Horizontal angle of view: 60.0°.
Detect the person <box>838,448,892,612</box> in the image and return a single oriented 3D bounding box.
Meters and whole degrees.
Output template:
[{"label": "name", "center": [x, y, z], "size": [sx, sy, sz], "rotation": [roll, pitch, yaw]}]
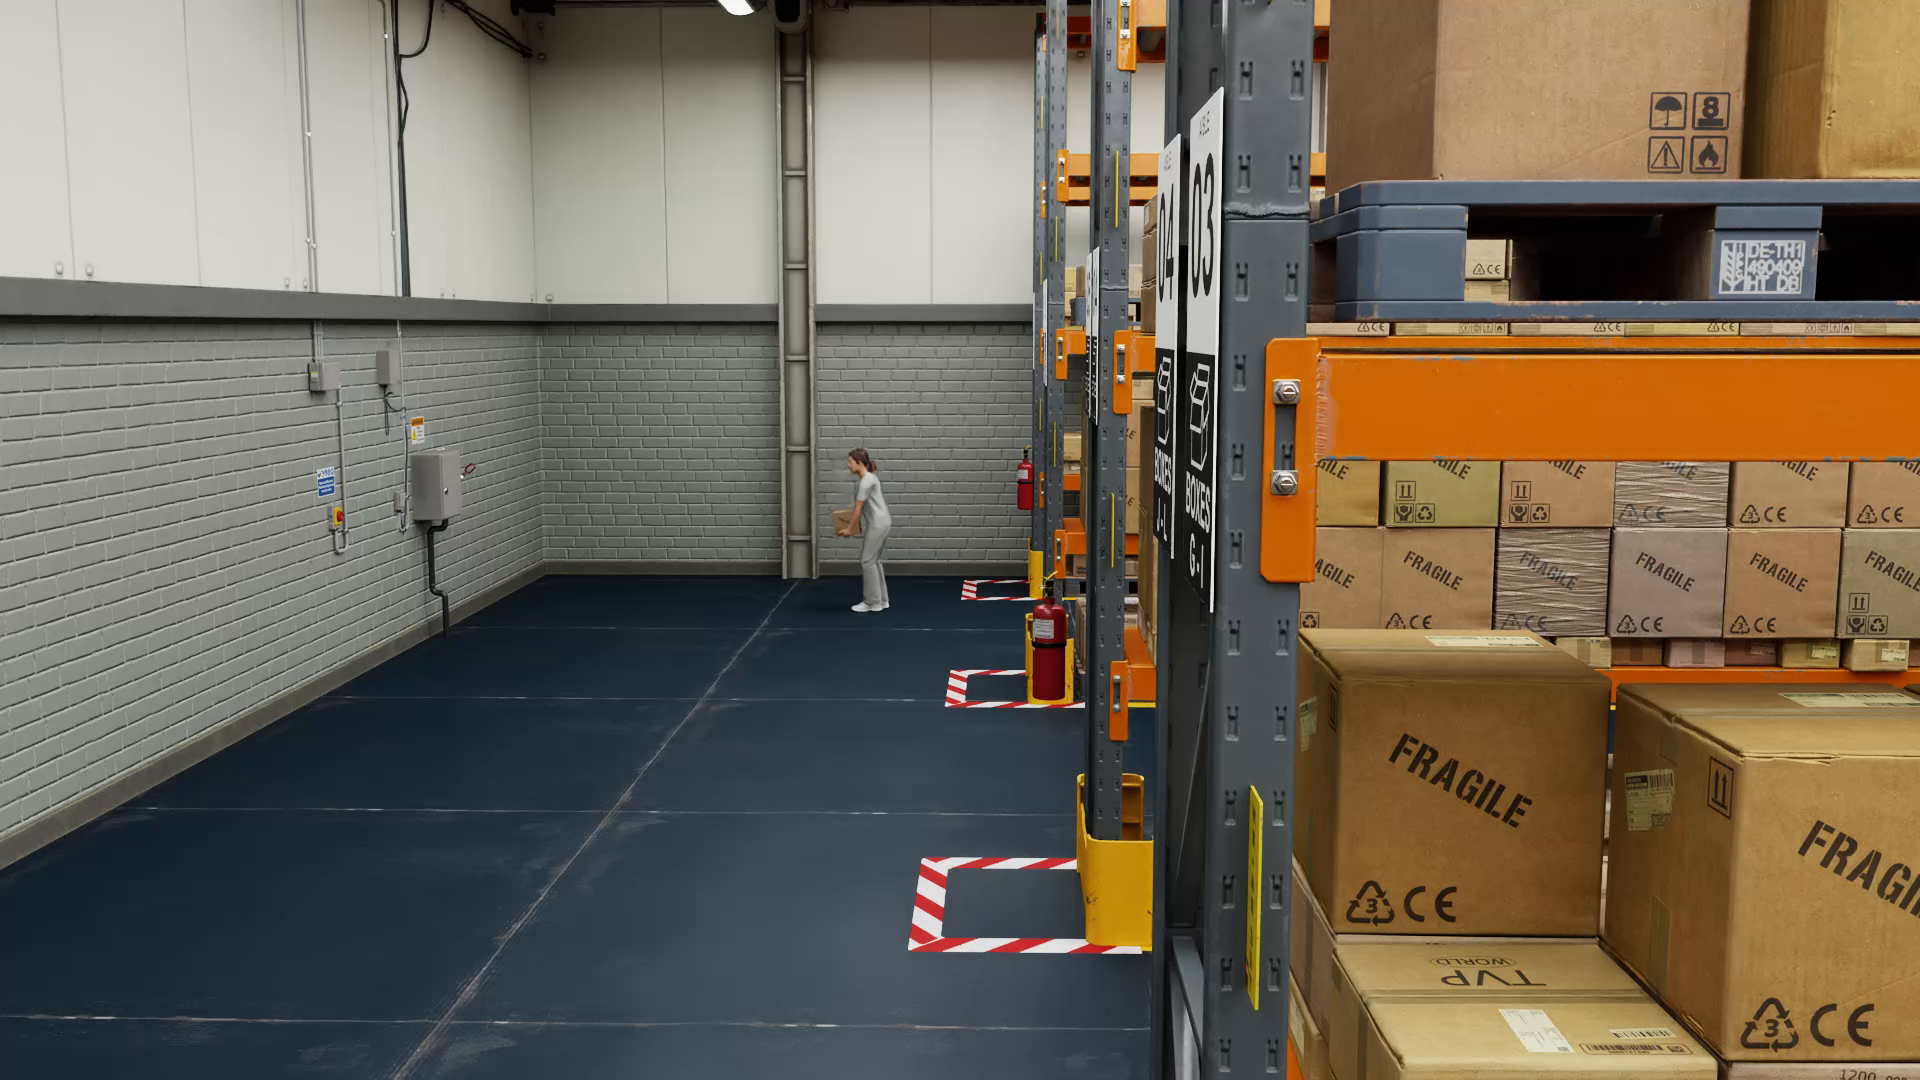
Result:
[{"label": "person", "center": [-0.952, -0.104, 16.729], "size": [0.528, 1.646, 0.408], "rotation": [0, 7, 0]}]
